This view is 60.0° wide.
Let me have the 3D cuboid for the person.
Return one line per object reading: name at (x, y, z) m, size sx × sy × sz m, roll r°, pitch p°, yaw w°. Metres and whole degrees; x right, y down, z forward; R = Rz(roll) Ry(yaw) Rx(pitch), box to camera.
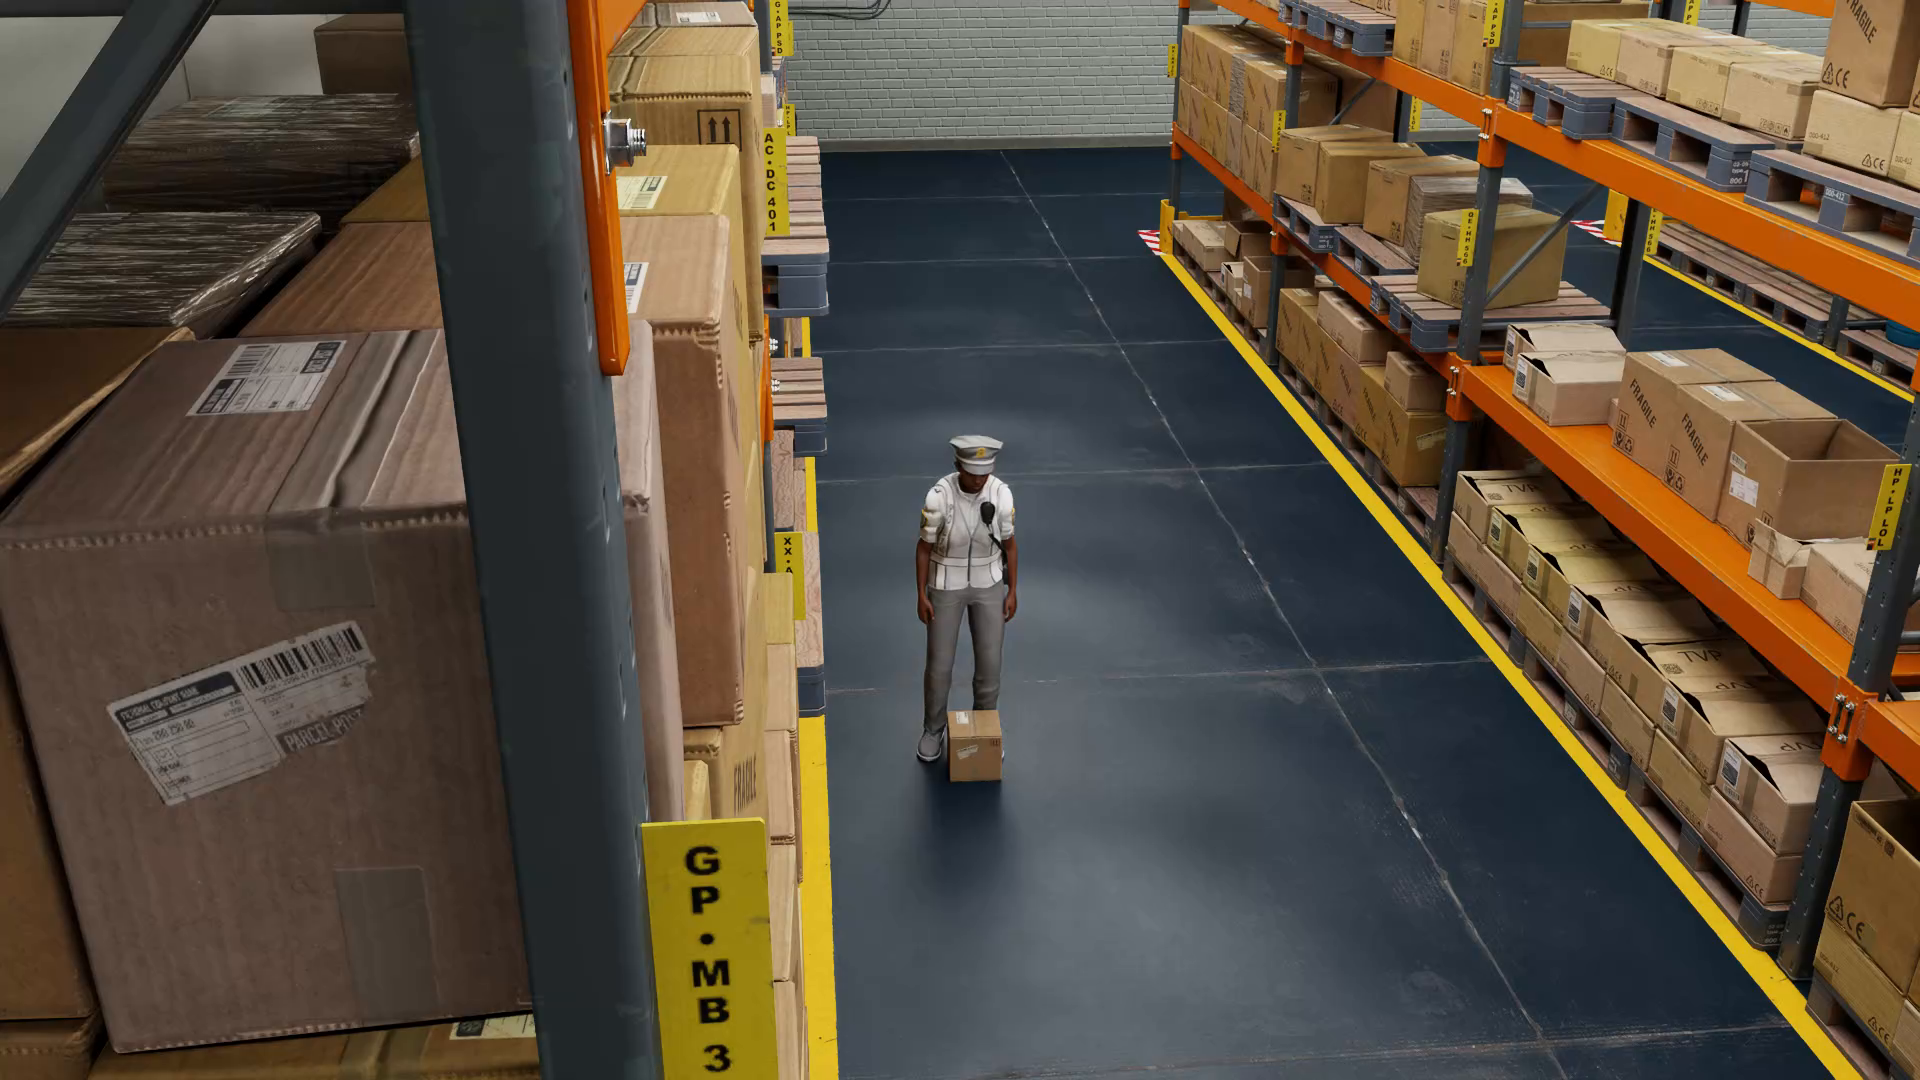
person at (0.030, 0.268, 7.998) m, size 0.510 × 1.657 × 0.425 m, roll -3°, pitch 24°, yaw -8°
